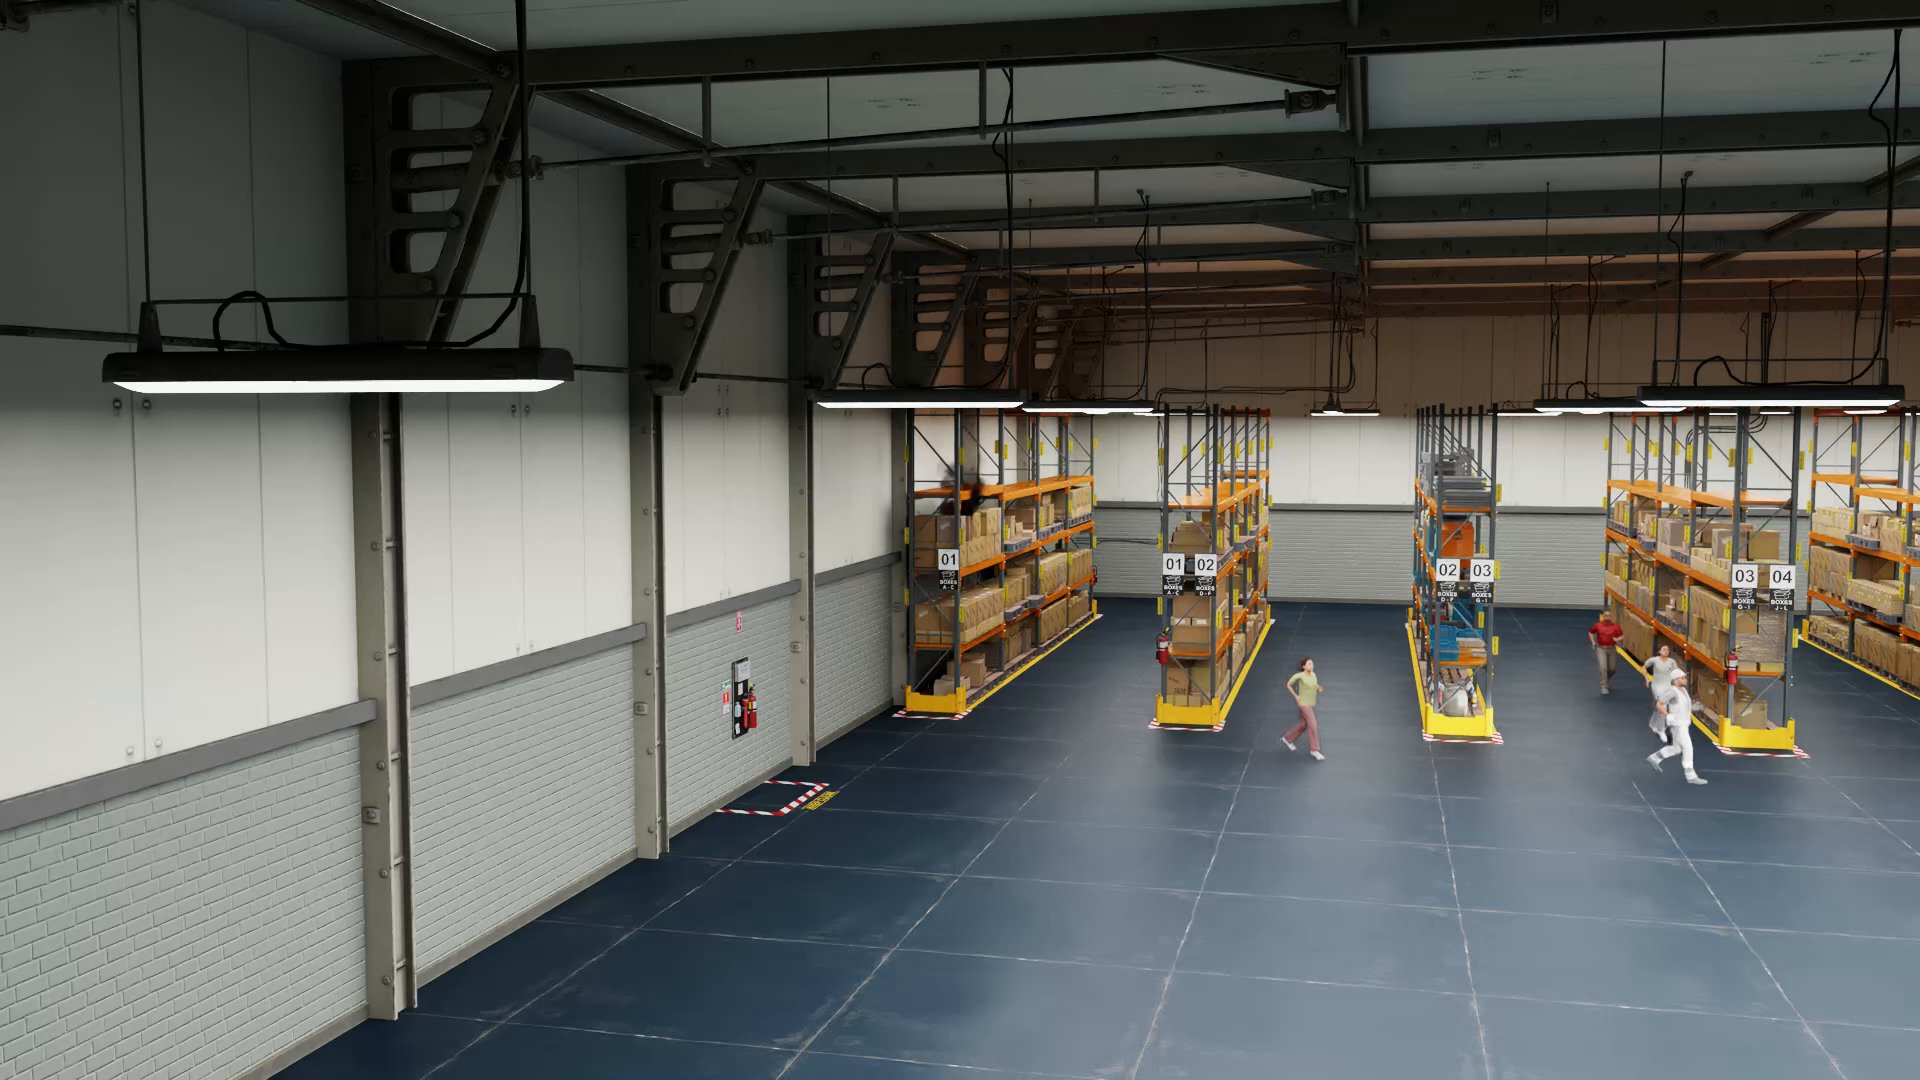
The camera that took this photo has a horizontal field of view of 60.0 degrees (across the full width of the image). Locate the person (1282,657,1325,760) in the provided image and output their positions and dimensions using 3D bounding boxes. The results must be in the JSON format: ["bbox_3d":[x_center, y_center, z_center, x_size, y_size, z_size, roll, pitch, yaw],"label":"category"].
[{"bbox_3d":[5.876,2.827,28.264,0.558,1.693,0.894,-4,6,-43],"label":"person"}]

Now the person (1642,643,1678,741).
[{"bbox_3d":[12.614,2.702,29.914,0.549,1.706,0.795,0,4,-3],"label":"person"}]

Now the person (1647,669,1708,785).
[{"bbox_3d":[11.296,2.914,26.172,0.981,1.768,0.665,4,6,43],"label":"person"}]

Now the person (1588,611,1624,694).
[{"bbox_3d":[13.524,2.326,34.795,0.673,1.699,0.944,1,4,11],"label":"person"}]
